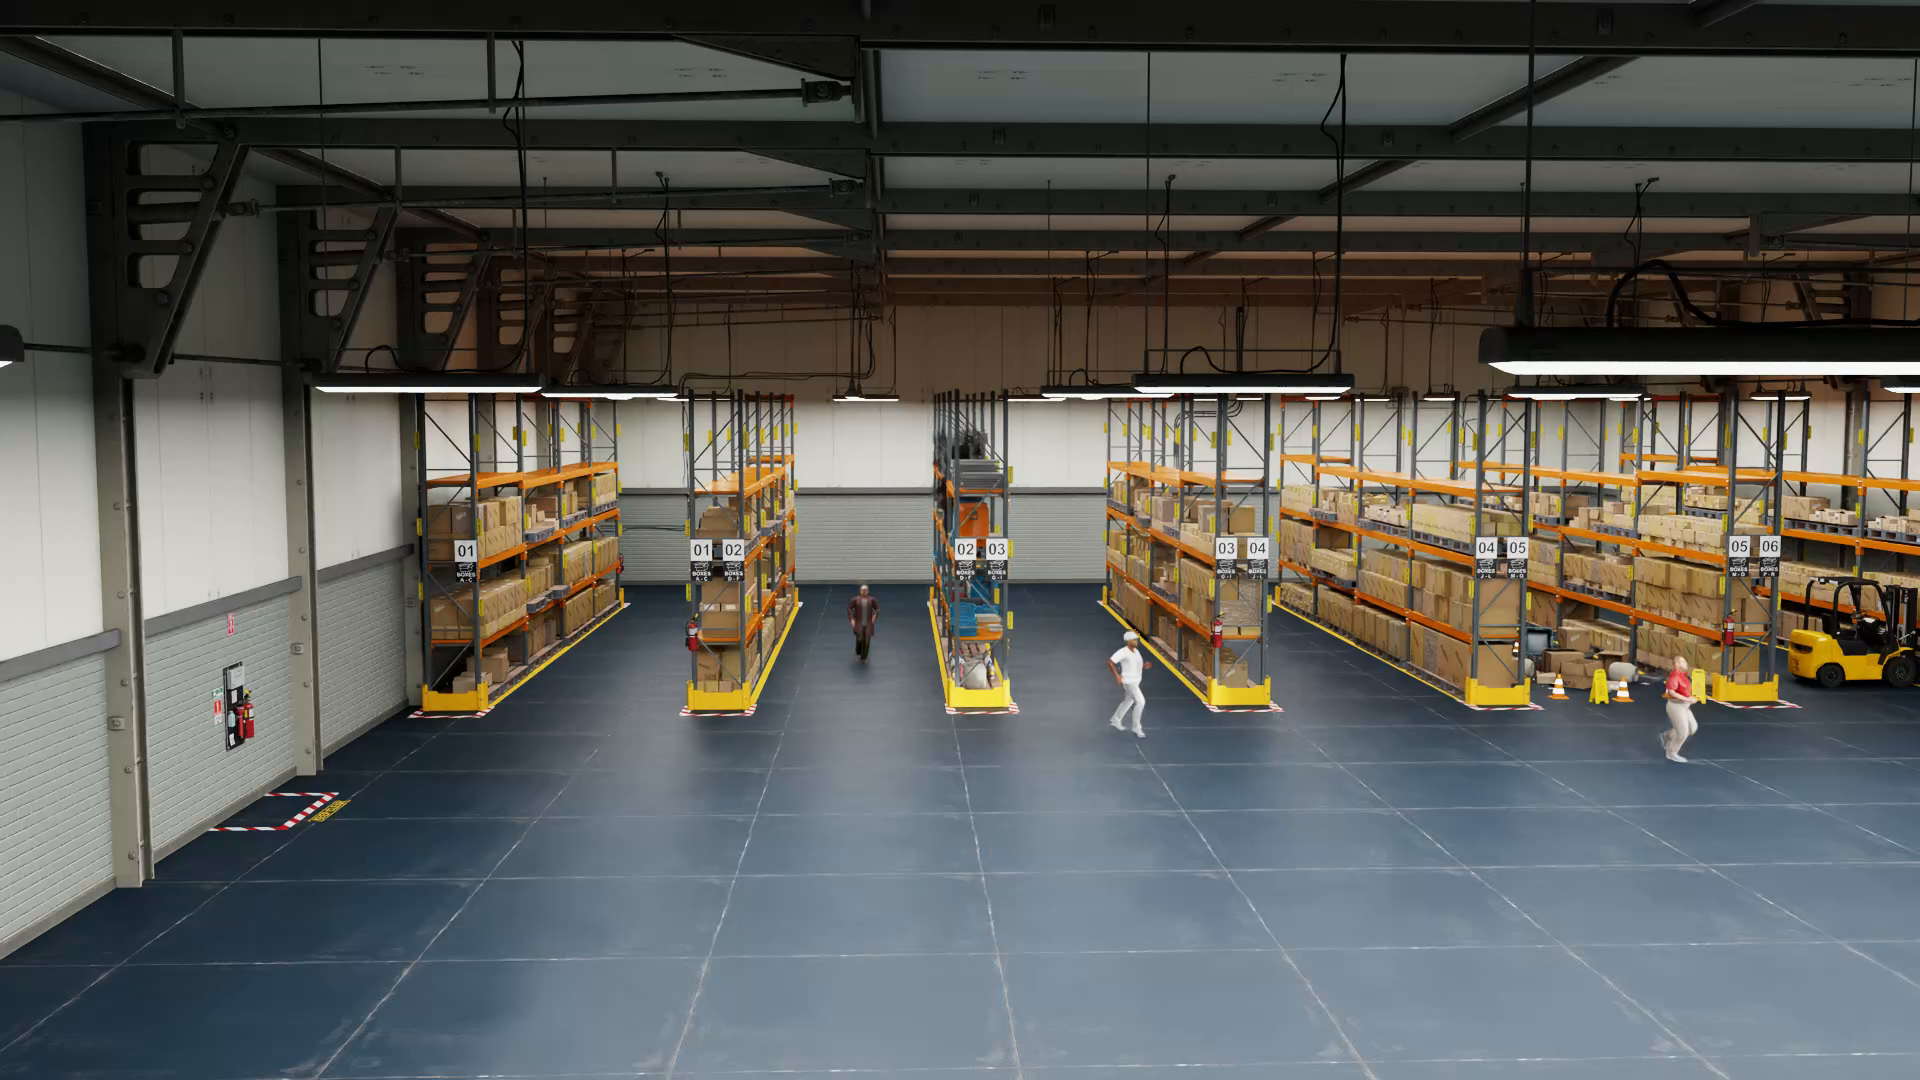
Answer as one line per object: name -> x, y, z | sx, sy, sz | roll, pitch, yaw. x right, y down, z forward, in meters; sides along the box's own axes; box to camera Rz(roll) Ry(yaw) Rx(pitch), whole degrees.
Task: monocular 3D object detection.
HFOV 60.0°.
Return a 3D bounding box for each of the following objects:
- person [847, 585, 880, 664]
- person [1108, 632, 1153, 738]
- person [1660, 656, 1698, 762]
person -> -2.097, 1.868, 36.545 | 0.717, 1.747, 0.645 | -1, 5, -10
person -> 2.947, 2.494, 28.770 | 0.782, 1.828, 0.674 | 2, 5, 27
person -> 11.570, 2.706, 26.716 | 0.585, 1.692, 0.705 | 3, 6, 36
